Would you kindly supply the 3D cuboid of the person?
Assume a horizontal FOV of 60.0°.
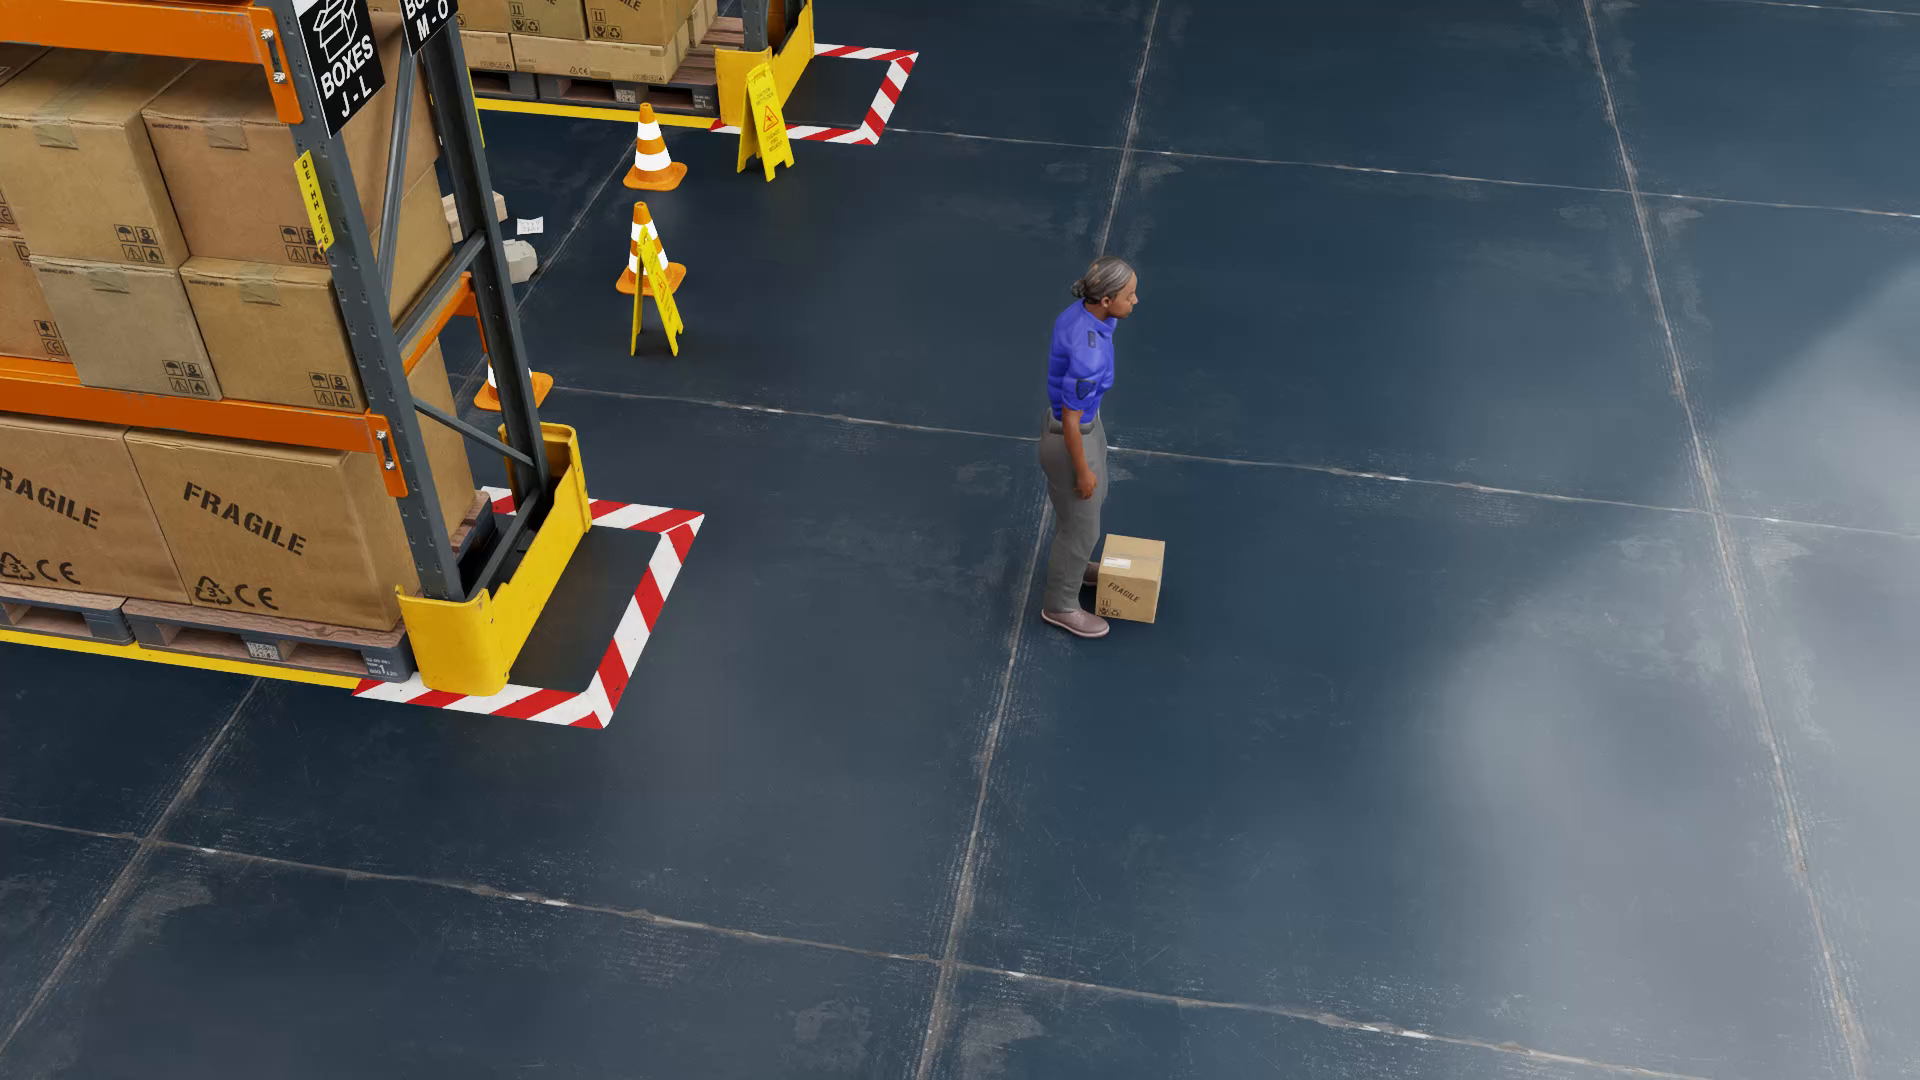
[{"bbox_3d":[0.487,-0.387,6.611,0.349,1.653,0.525,4,41,5],"label":"person"}]
